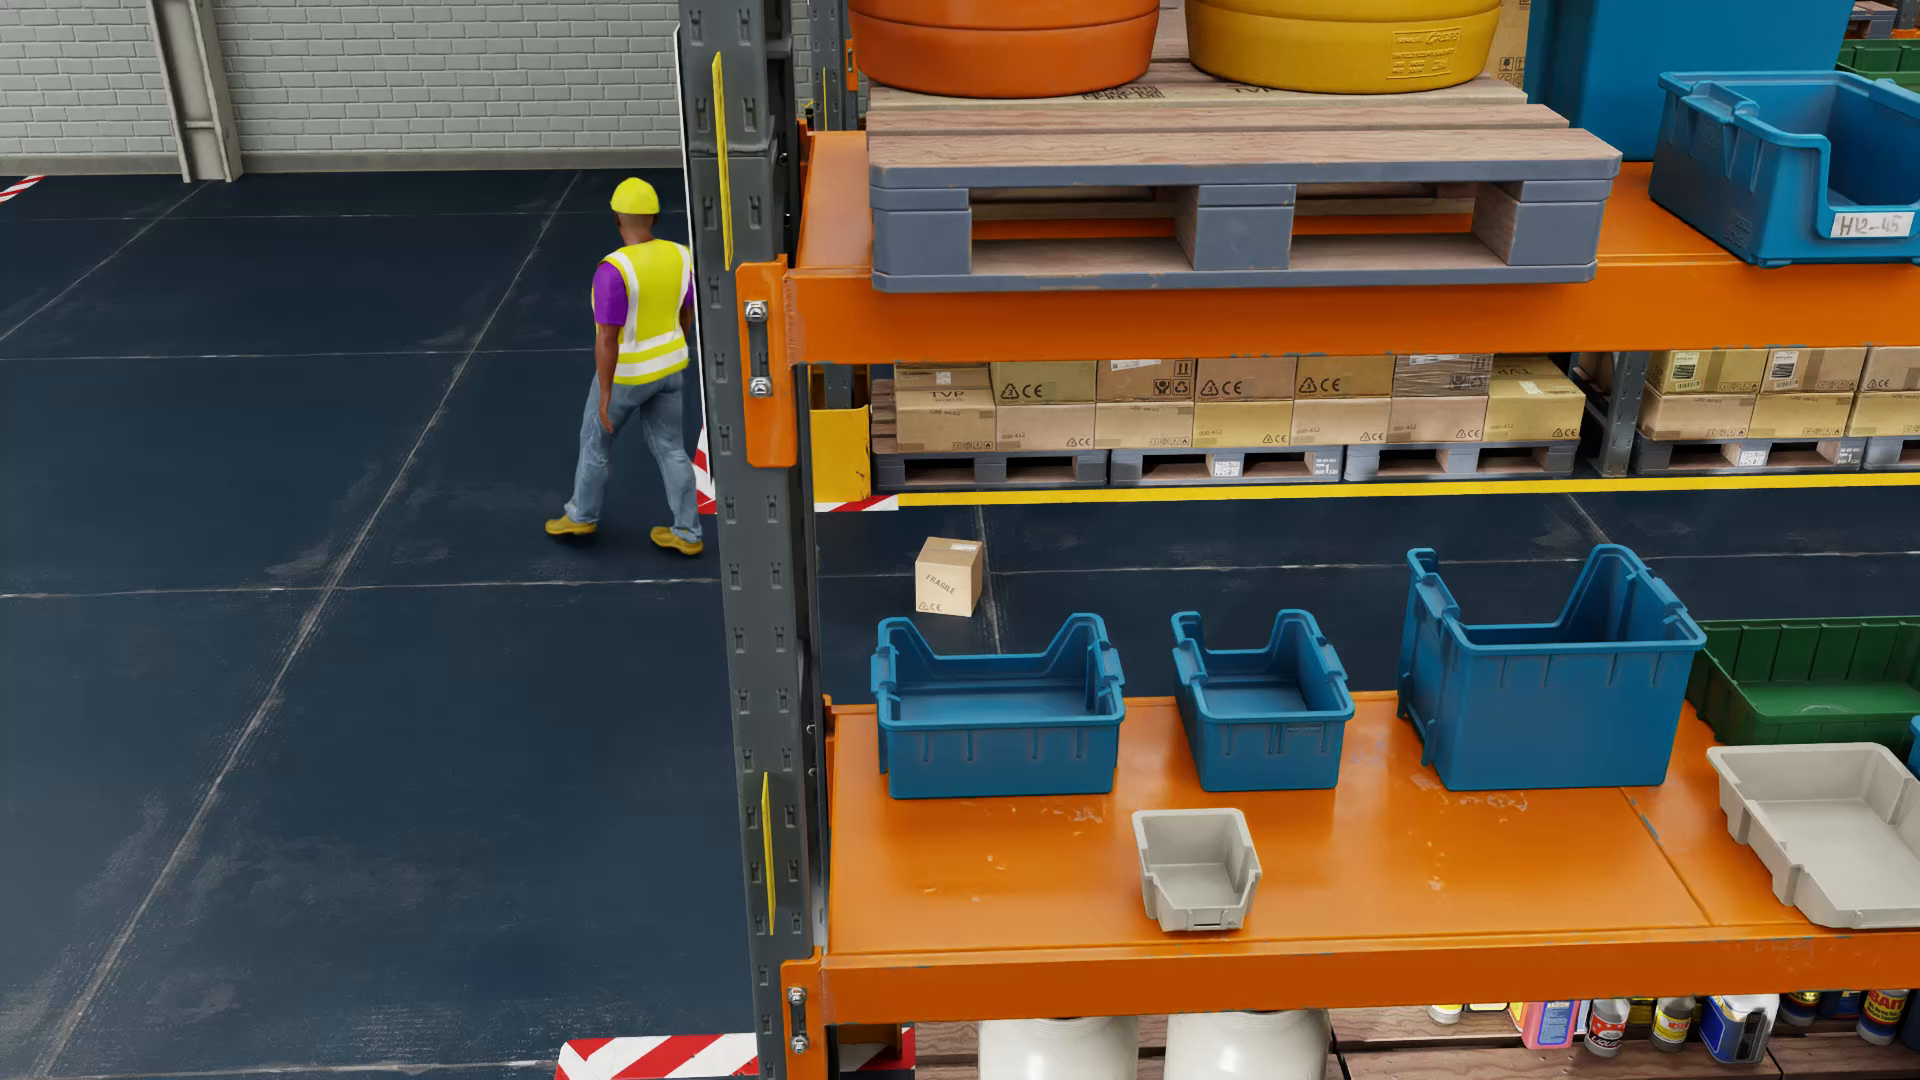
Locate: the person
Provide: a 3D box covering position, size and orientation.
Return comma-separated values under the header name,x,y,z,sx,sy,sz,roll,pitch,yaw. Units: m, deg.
name,x,y,z,sx,sy,sz,roll,pitch,yaw
person,-1.538,-0.800,7.623,0.807,1.749,0.648,23,35,37
